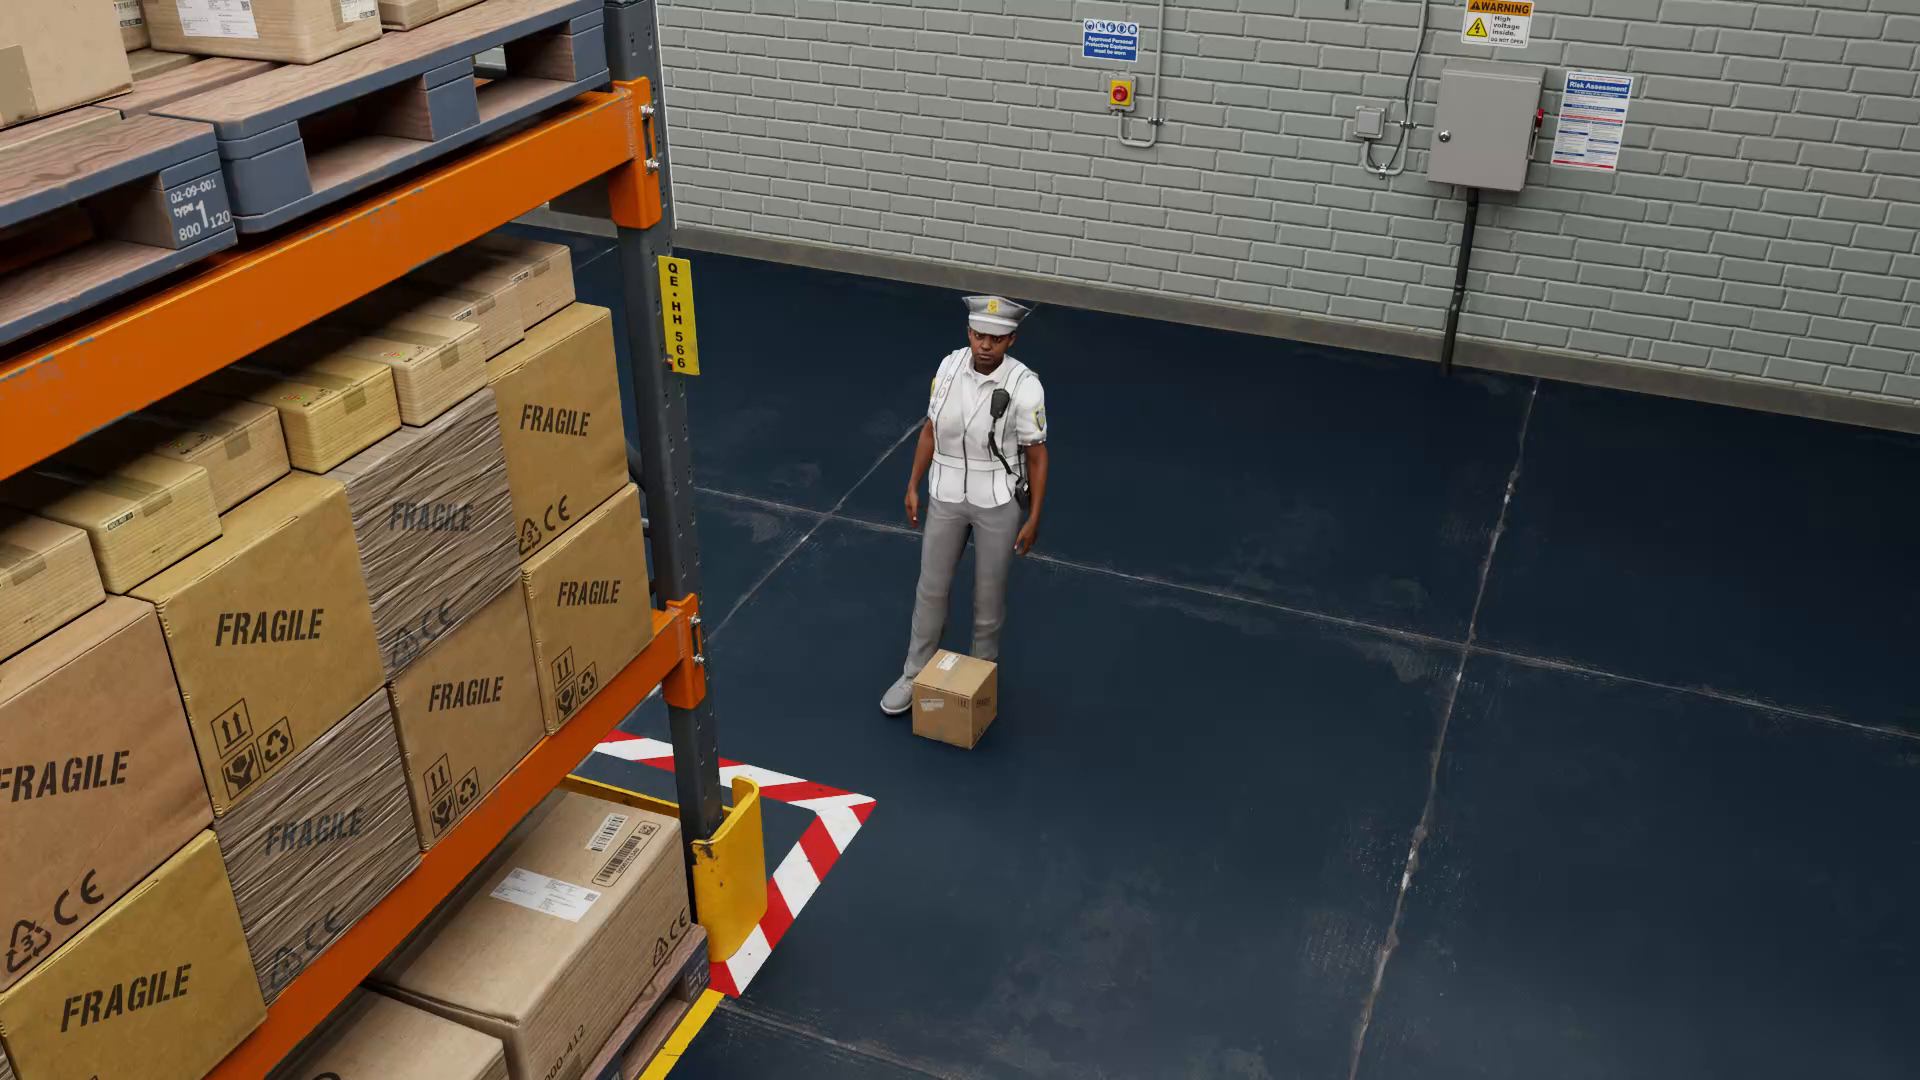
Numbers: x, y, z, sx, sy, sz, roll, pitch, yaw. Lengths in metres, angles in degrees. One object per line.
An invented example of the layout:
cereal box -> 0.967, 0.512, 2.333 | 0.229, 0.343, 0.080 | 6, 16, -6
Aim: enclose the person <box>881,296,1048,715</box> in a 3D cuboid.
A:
person -> 0.025, -0.116, 6.279 | 0.569, 1.696, 0.528 | 11, 32, 19
